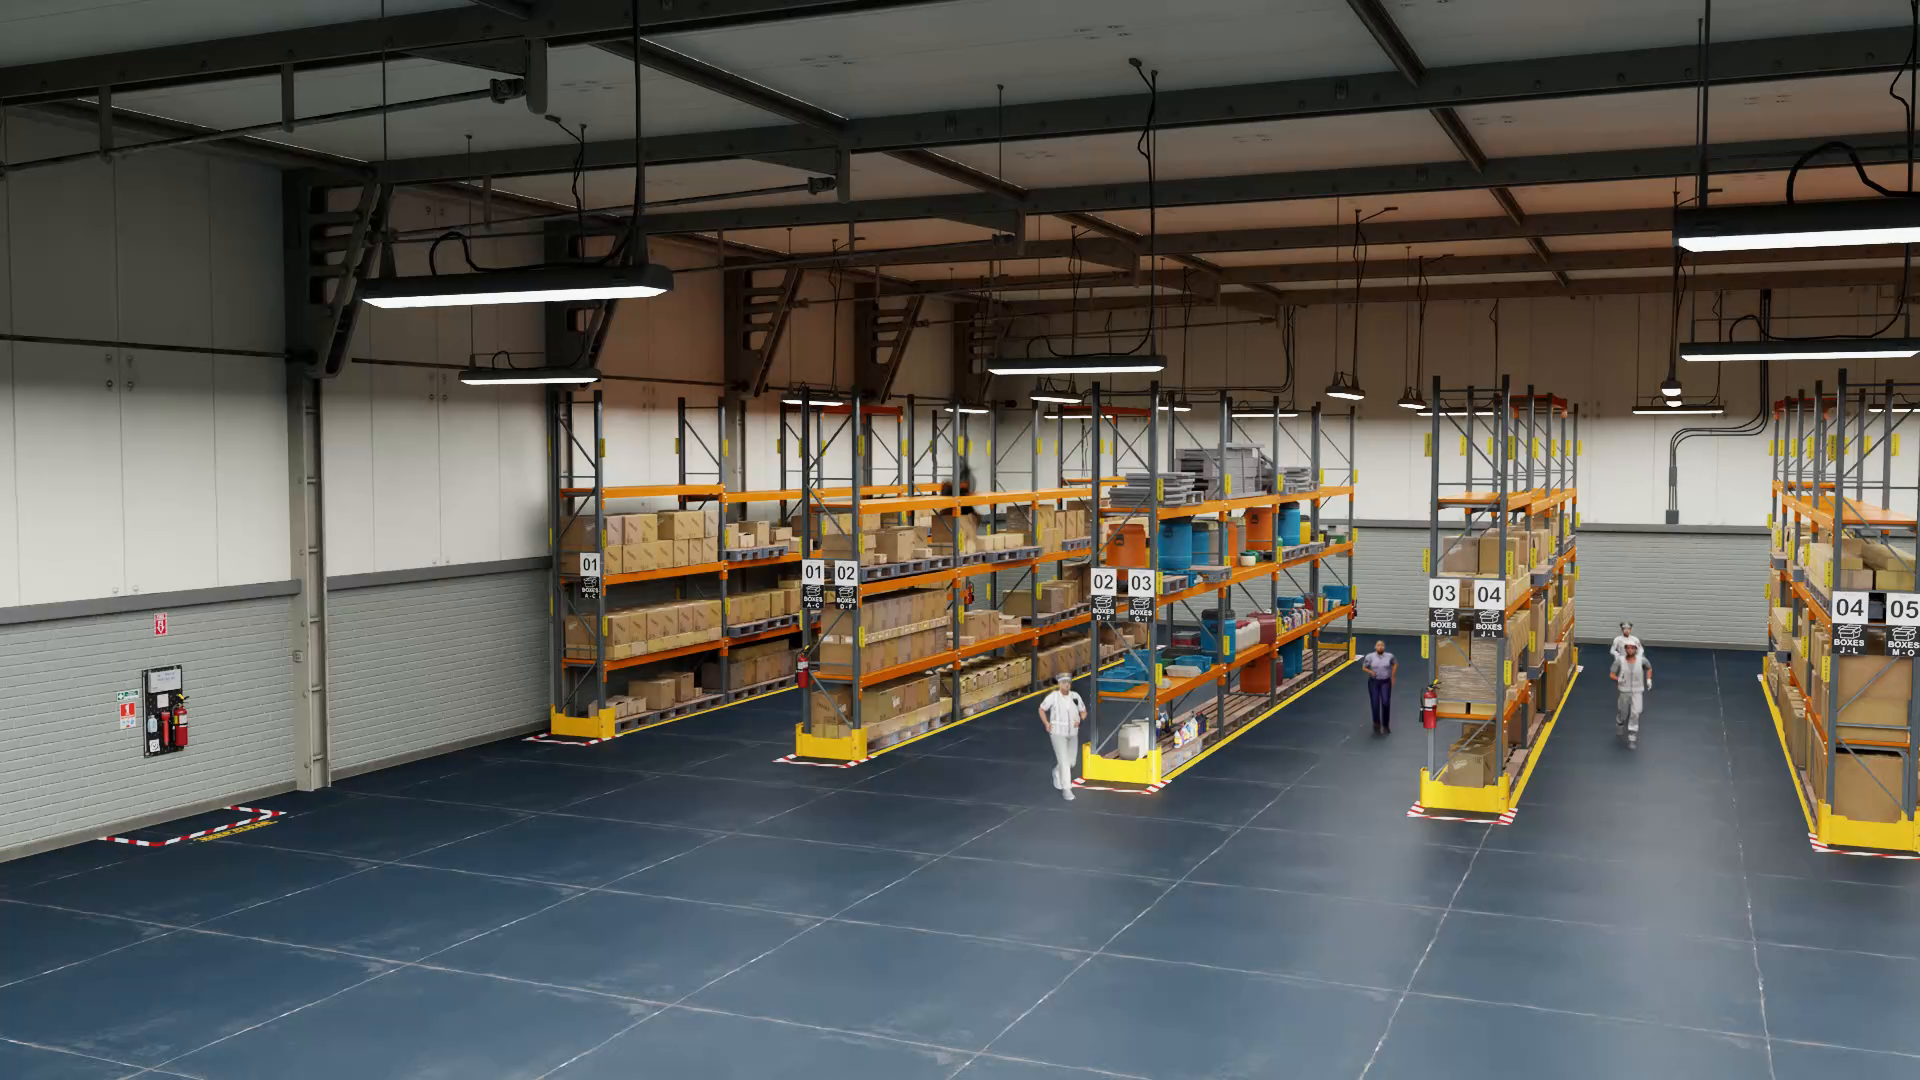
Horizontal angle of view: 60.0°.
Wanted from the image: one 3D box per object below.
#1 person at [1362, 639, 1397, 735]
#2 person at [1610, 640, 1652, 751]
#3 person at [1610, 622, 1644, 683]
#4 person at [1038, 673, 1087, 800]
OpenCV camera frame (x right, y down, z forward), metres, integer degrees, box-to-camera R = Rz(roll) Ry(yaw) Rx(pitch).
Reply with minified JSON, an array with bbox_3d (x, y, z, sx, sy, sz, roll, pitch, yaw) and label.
[{"bbox_3d":[7.363,2.589,29.208,0.592,1.699,0.725,1,3,15],"label":"person"},{"bbox_3d":[11.256,2.566,27.917,0.669,1.794,0.991,1,3,19],"label":"person"},{"bbox_3d":[12.830,2.397,31.996,0.603,1.655,0.546,1,3,20],"label":"person"},{"bbox_3d":[1.526,2.808,24.063,0.681,1.797,0.838,-1,3,-22],"label":"person"}]
